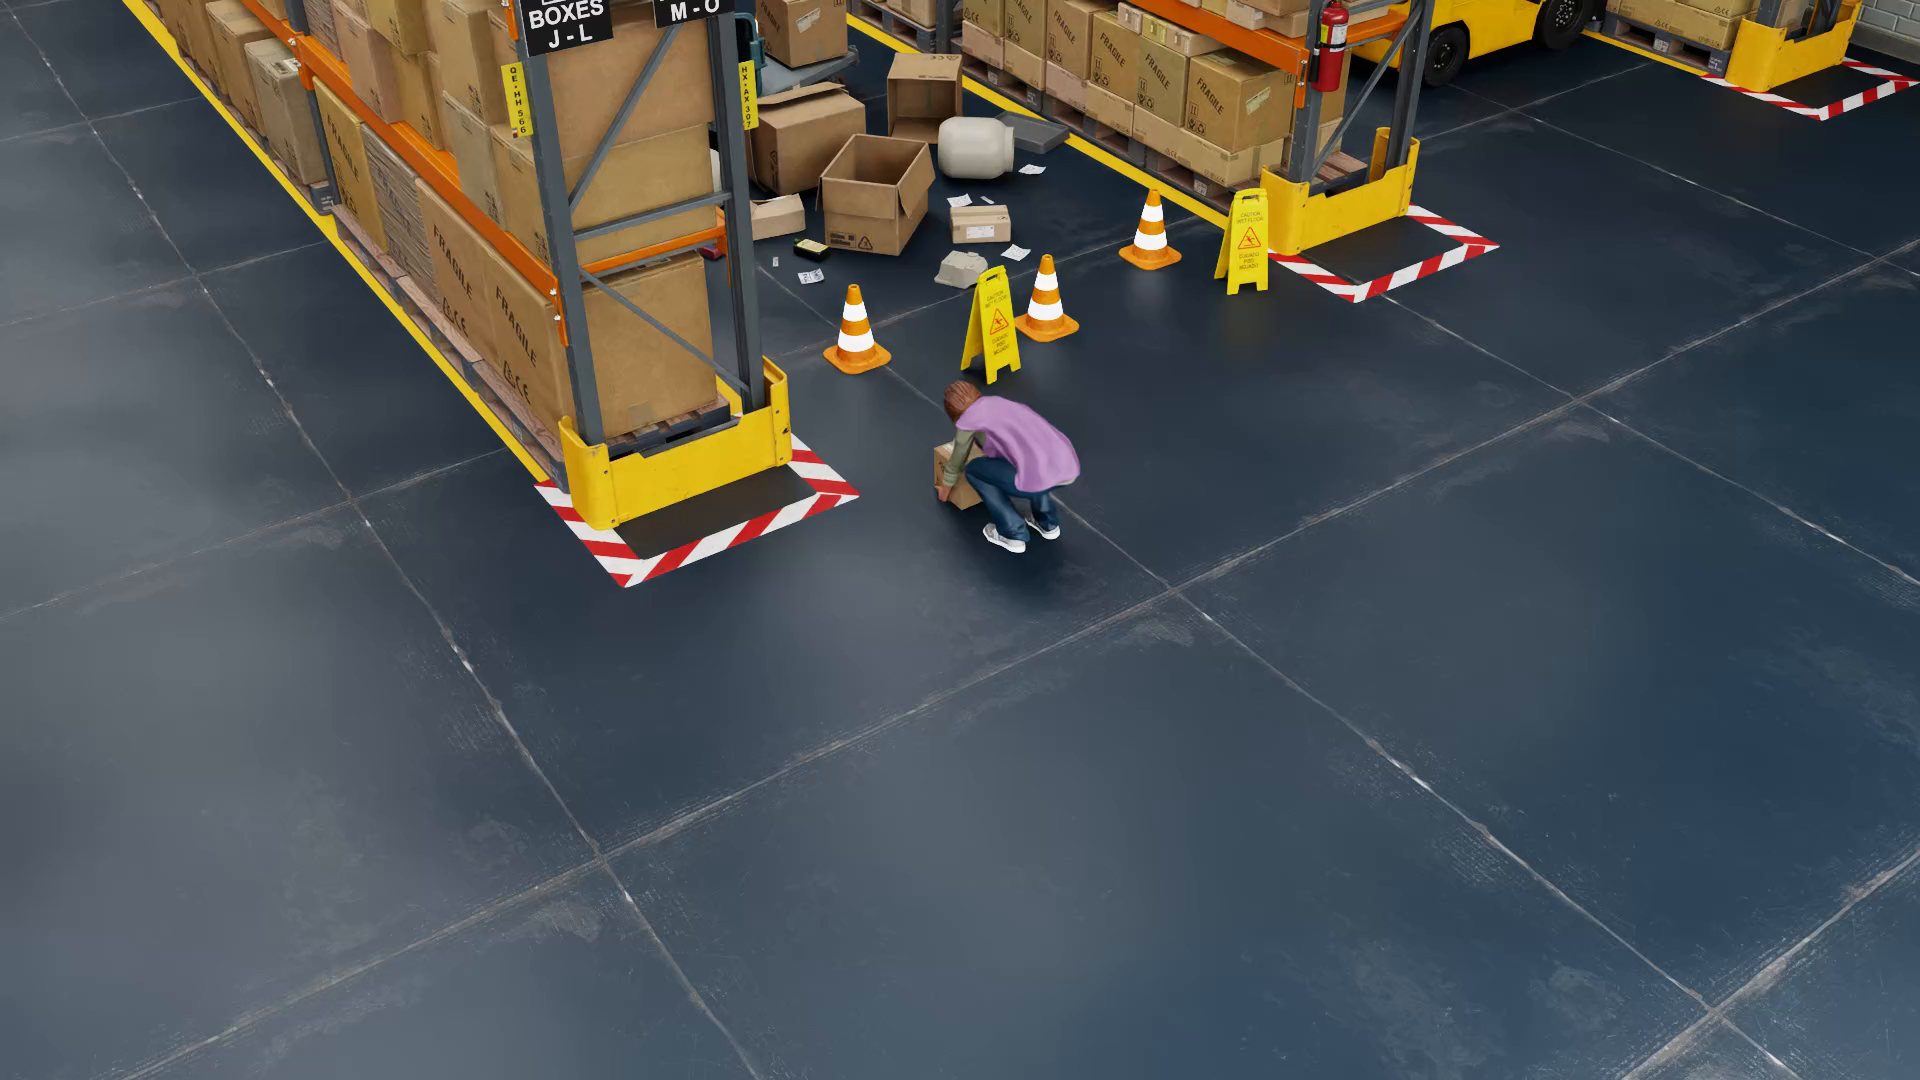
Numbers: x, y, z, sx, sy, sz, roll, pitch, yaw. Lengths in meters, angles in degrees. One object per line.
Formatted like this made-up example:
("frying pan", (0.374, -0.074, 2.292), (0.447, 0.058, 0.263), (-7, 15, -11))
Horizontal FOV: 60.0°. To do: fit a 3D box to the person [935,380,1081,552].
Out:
("person", (0.229, -0.355, 8.267), (0.422, 0.709, 0.866), (-24, 43, -28))
